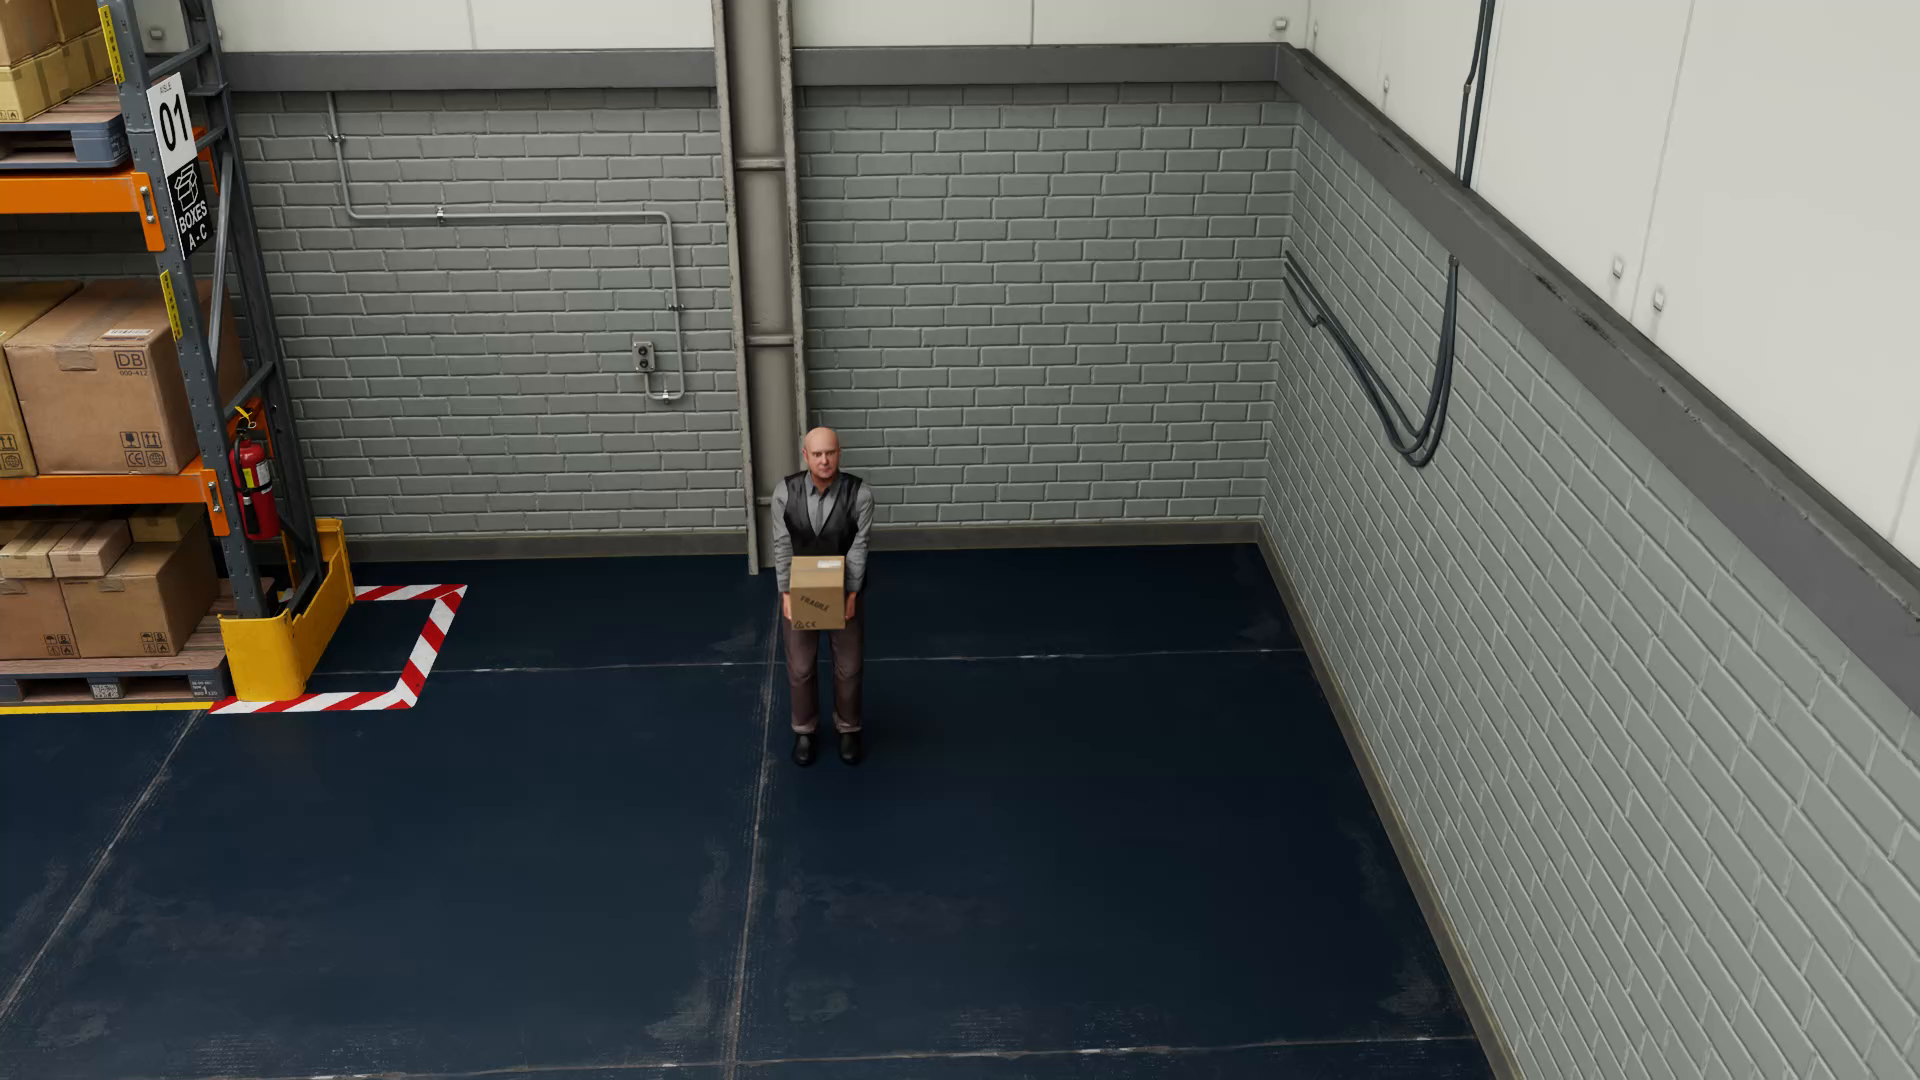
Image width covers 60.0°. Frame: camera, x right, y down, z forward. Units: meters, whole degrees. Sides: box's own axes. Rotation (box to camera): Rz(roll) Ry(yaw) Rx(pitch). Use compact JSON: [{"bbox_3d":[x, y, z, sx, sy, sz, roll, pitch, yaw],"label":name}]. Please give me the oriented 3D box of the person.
[{"bbox_3d":[-0.652,0.308,8.060,0.494,1.711,0.558,-1,27,-2],"label":"person"}]
